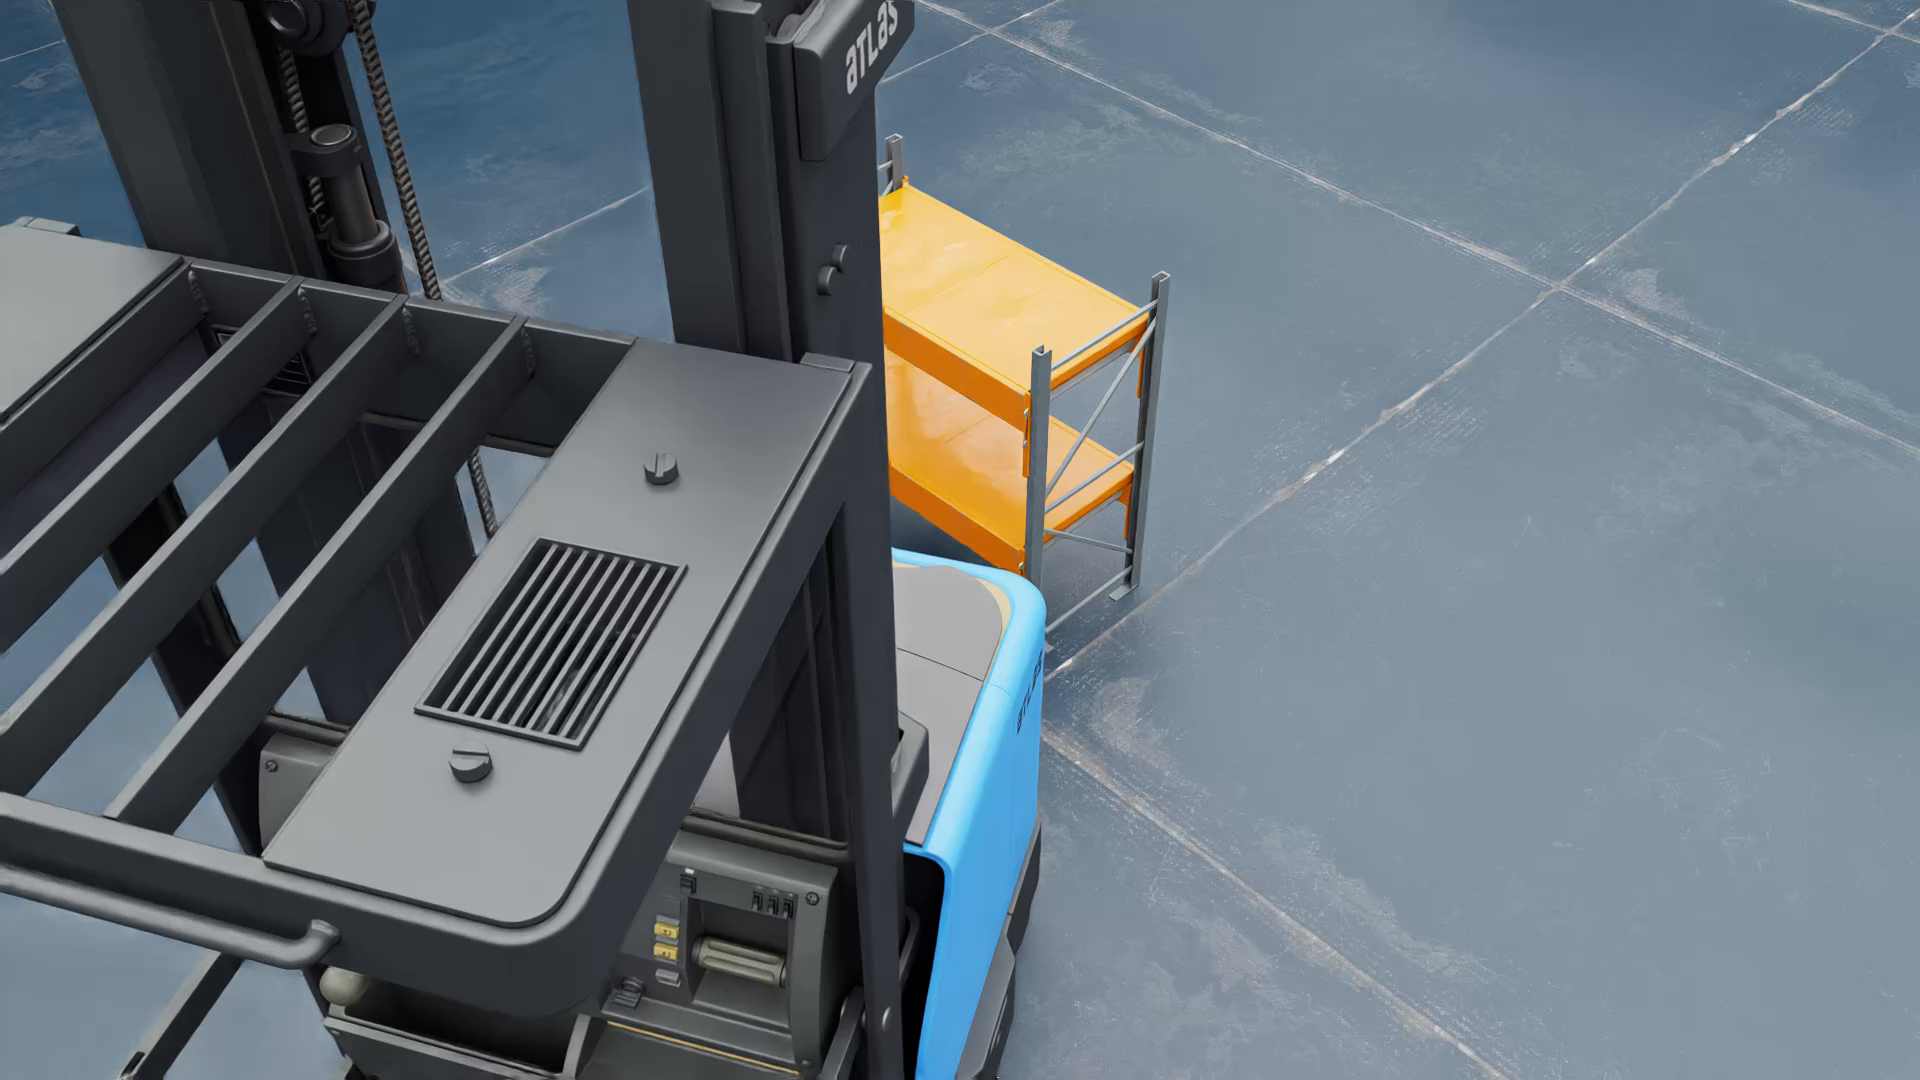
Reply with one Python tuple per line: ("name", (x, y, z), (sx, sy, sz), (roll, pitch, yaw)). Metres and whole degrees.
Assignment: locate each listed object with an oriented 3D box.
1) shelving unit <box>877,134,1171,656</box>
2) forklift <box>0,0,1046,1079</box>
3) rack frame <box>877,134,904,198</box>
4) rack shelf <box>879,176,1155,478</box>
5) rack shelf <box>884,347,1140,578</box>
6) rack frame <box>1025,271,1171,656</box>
("shelving unit", (0.005, -0.410, 4.865), (0.538, 1.125, 1.048), (-34, 53, -31))
("forklift", (-0.698, 0.662, 2.373), (1.130, 2.935, 3.031), (11, 44, 12))
("rack frame", (-0.354, -0.654, 5.129), (0.500, 1.125, 0.032), (-34, 53, -31))
("rack shelf", (0.005, -0.625, 4.666), (0.538, 0.278, 1.000), (-34, 53, -31))
("rack shelf", (0.005, -0.230, 5.031), (0.538, 0.278, 1.000), (-34, 53, -31))
("rack frame", (0.364, -0.166, 4.600), (0.500, 1.125, 0.032), (-34, 53, -31))
